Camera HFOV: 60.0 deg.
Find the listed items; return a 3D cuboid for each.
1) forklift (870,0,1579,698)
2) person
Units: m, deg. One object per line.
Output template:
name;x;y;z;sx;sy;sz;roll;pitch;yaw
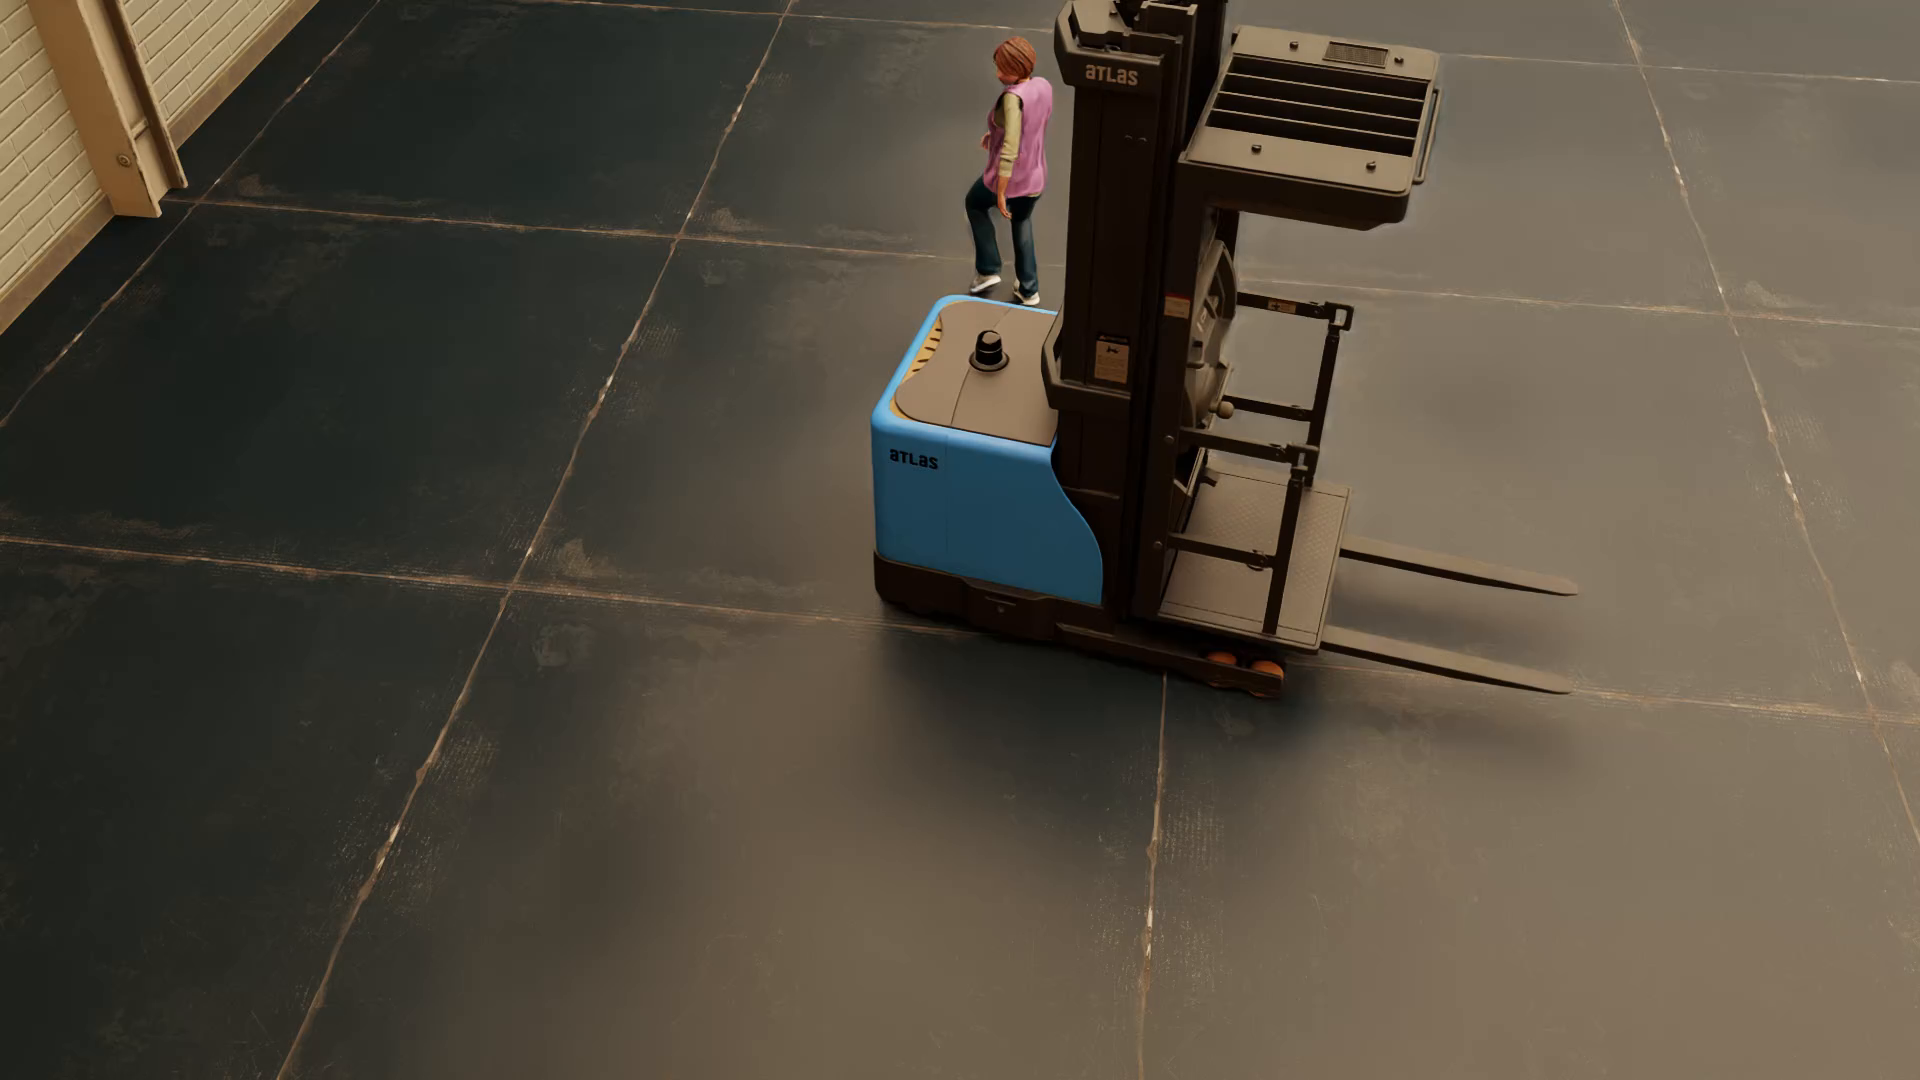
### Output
forklift;1.188;-0.806;6.602;3.031;2.935;1.130;12;44;13
person;0.283;-1.927;8.884;0.549;1.564;0.671;-23;47;-23
